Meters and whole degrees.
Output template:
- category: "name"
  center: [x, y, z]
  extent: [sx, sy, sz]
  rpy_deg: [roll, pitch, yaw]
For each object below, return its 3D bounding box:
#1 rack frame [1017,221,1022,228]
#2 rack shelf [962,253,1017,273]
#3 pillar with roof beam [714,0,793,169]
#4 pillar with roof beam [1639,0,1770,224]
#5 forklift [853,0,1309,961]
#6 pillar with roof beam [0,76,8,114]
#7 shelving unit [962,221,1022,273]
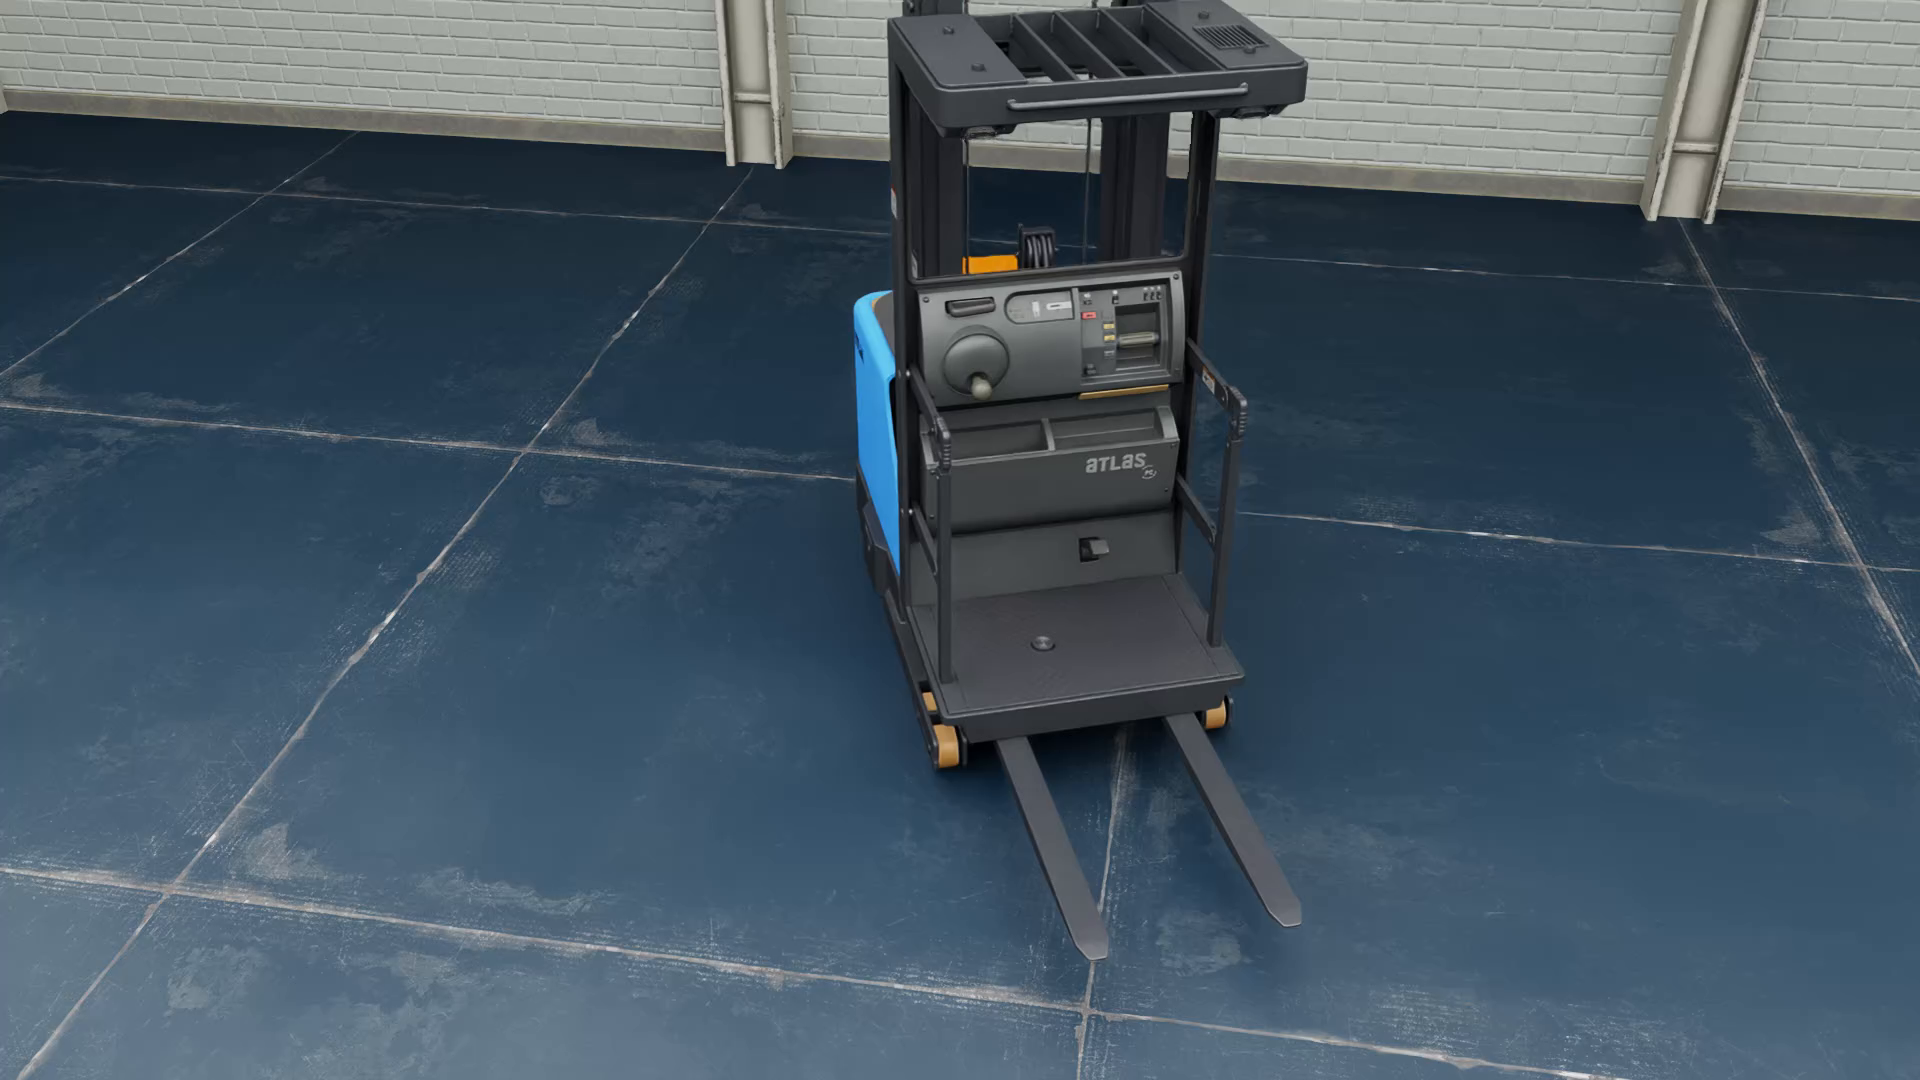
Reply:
- category: "rack frame"
  center: [0.281, -0.806, 7.406]
  extent: [0.015, 1.200, 0.240]
  rpy_deg: [-7, 33, -11]
- category: "rack shelf"
  center: [0.043, -1.111, 7.153]
  extent: [0.480, 0.148, 0.258]
  rpy_deg: [-7, 33, -11]
- category: "pillar with roof beam"
  center: [-2.093, -4.174, 5.438]
  extent: [0.400, 9.000, 9.100]
  rpy_deg: [5, 32, 8]
- category: "pillar with roof beam"
  center: [3.821, -3.639, 4.582]
  extent: [0.400, 9.000, 9.100]
  rpy_deg: [5, 32, 8]
- category: "forklift"
  center: [0.370, -0.646, 5.519]
  extent: [1.130, 2.935, 3.031]
  rpy_deg: [-7, 33, -11]
- category: "pillar with roof beam"
  center: [-8.008, -4.710, 6.293]
  extent: [0.400, 9.000, 9.100]
  rpy_deg: [5, 32, 8]
- category: "shelving unit"
  center: [0.043, -0.777, 7.361]
  extent: [0.503, 1.200, 0.258]
  rpy_deg: [-7, 33, -11]
